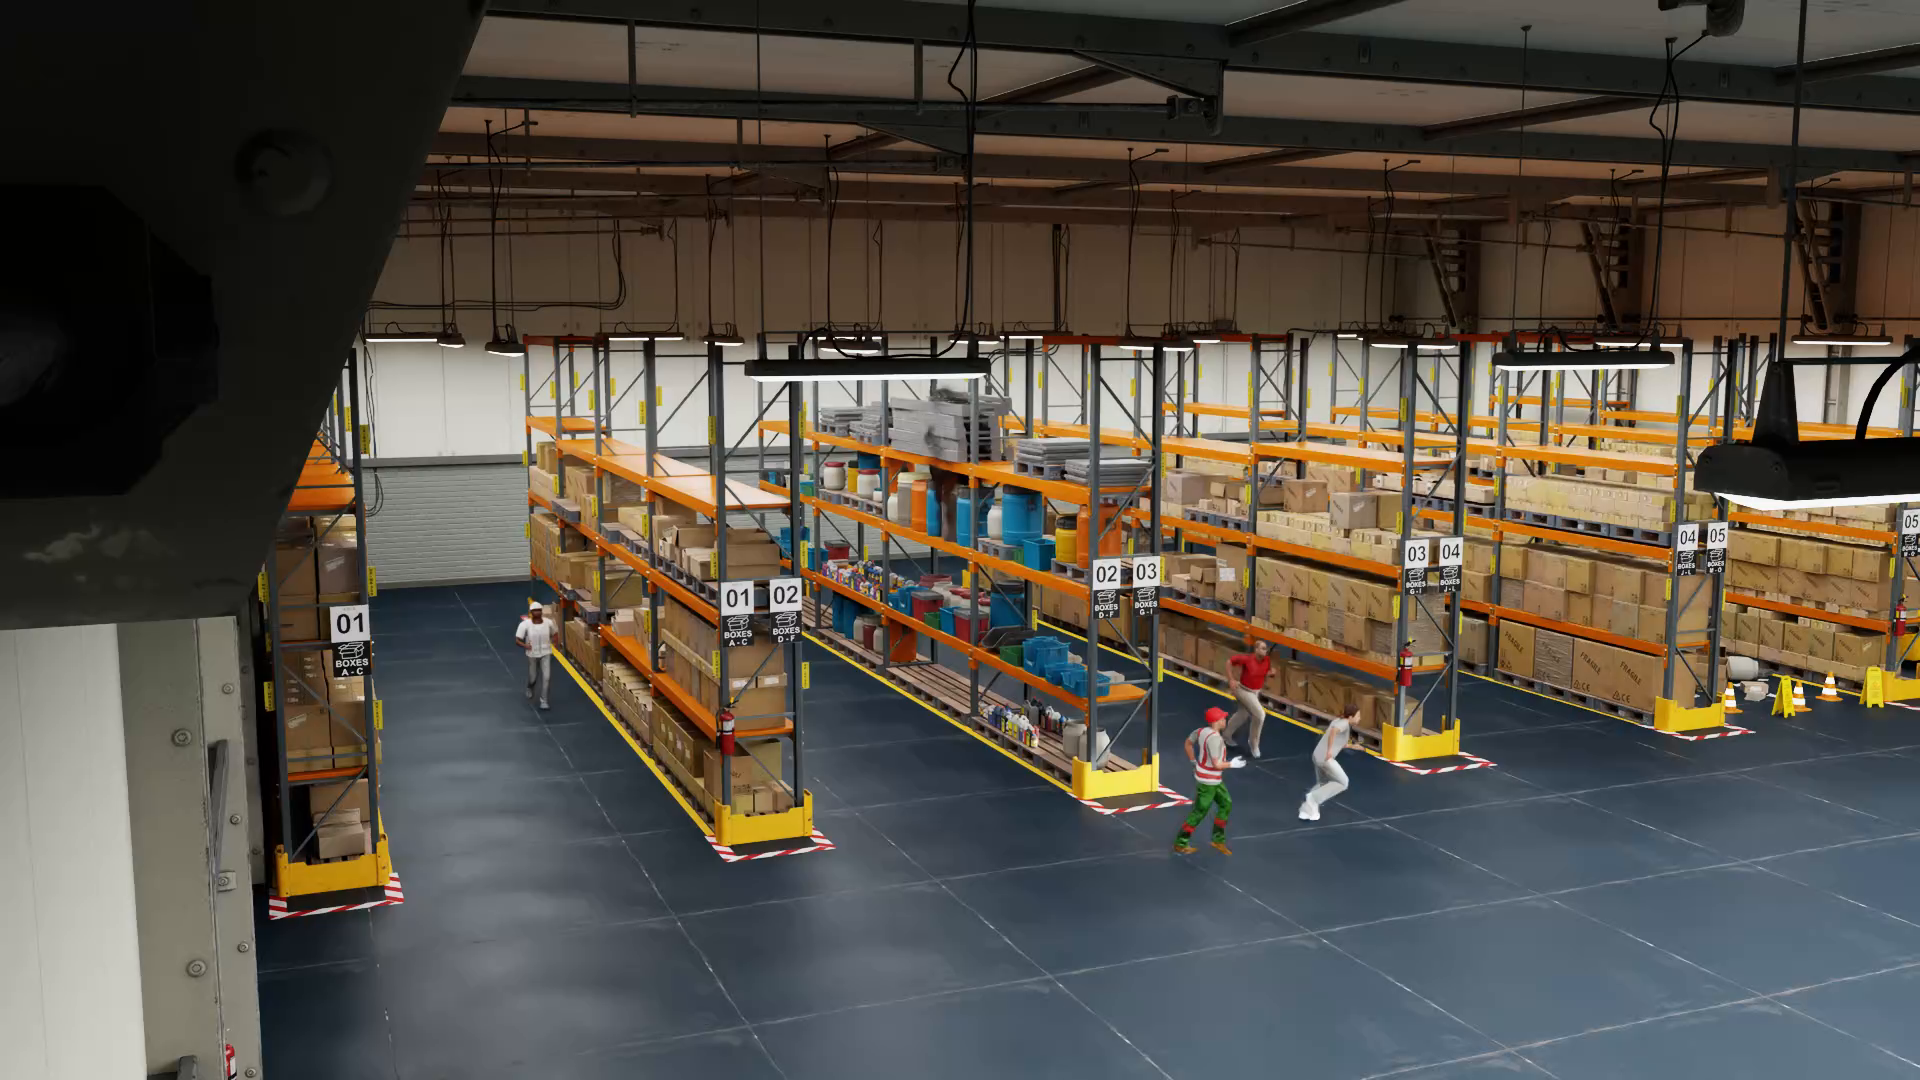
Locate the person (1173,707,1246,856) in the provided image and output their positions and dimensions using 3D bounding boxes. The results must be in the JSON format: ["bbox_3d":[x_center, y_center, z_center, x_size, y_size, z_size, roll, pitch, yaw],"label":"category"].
[{"bbox_3d":[2.934,2.780,19.527,0.825,1.666,0.588,1,8,4],"label":"person"}]

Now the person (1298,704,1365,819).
[{"bbox_3d":[4.704,2.812,20.978,0.821,1.504,0.590,0,8,1],"label":"person"}]

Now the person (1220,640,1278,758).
[{"bbox_3d":[4.189,2.289,24.284,0.965,1.737,0.650,7,10,42],"label":"person"}]

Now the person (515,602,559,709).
[{"bbox_3d":[-6.882,1.872,27.158,0.714,1.733,0.764,-4,8,-25],"label":"person"}]
